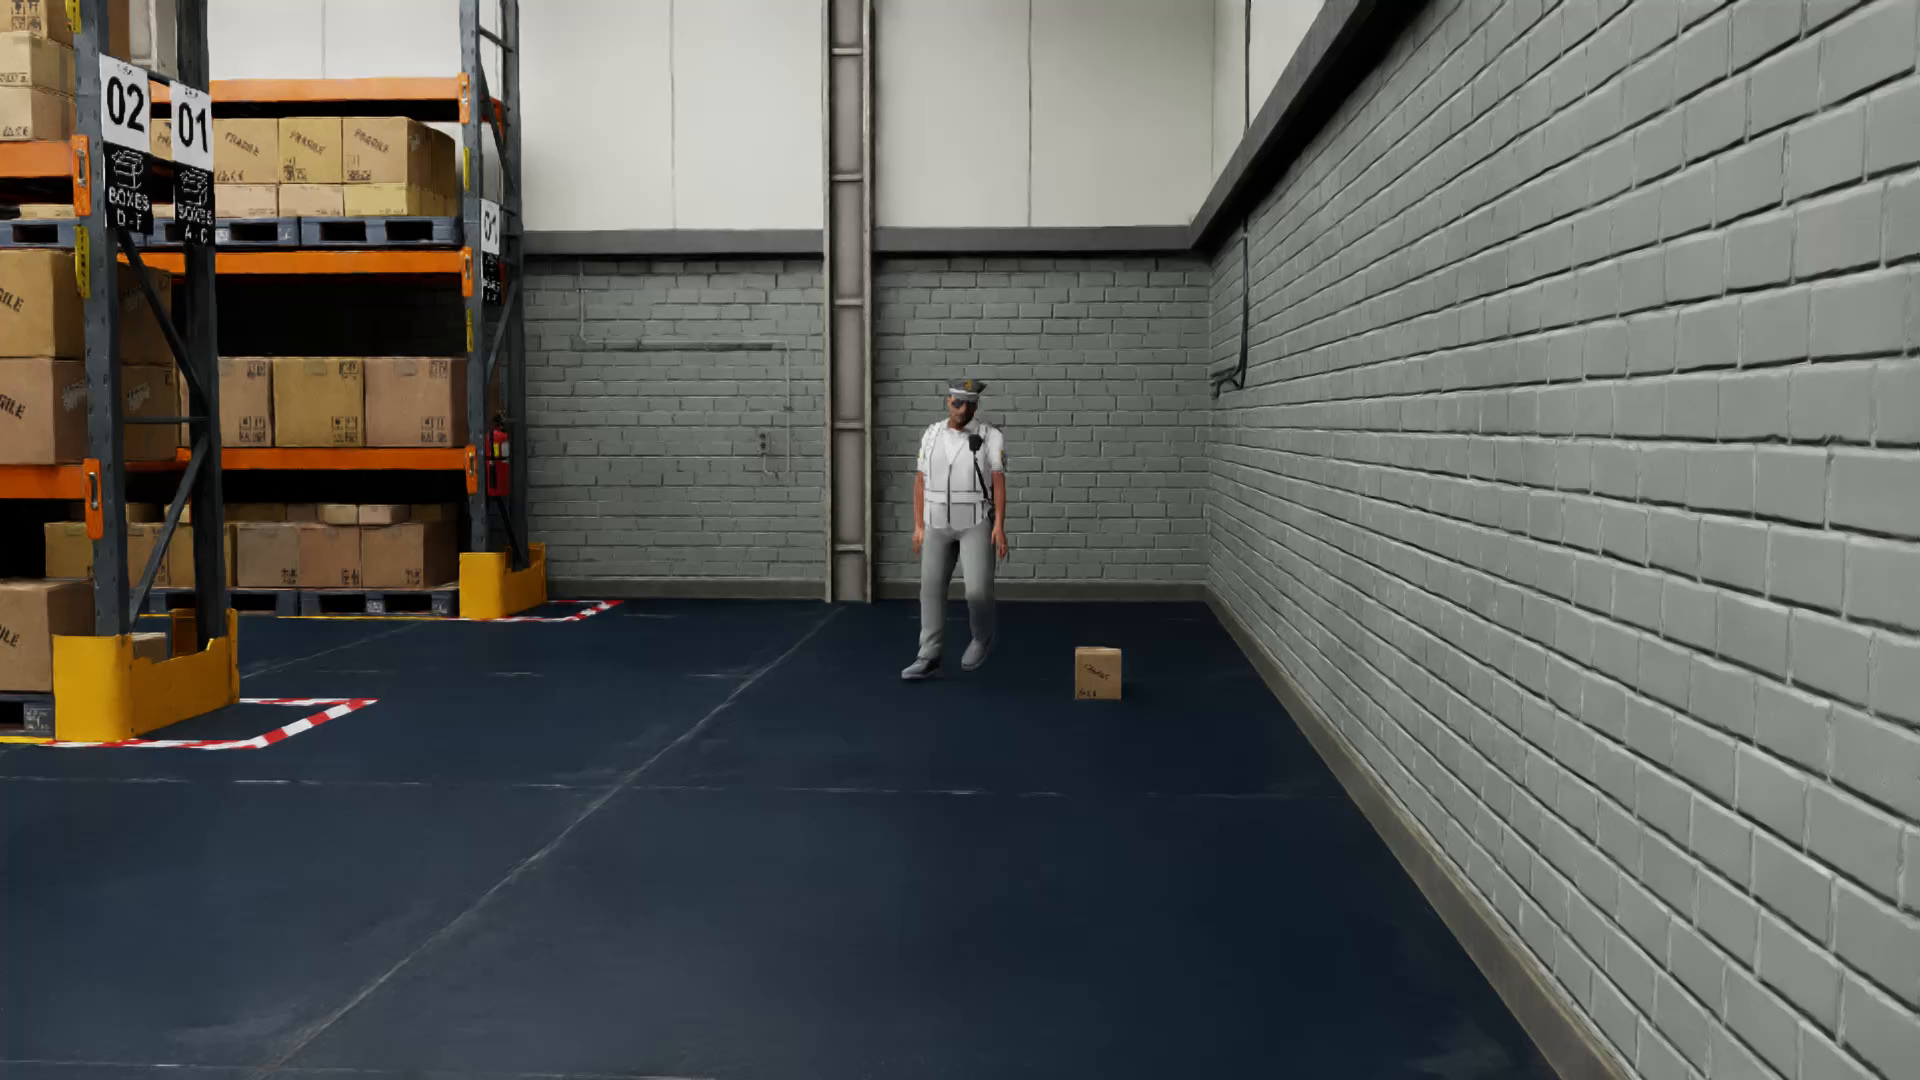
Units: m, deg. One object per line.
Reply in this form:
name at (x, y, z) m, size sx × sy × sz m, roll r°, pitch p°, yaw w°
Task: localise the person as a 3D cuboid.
person at (0.010, -0.072, 9.655) m, size 0.614 × 1.741 × 0.512 m, roll 1°, pitch 4°, yaw 19°
